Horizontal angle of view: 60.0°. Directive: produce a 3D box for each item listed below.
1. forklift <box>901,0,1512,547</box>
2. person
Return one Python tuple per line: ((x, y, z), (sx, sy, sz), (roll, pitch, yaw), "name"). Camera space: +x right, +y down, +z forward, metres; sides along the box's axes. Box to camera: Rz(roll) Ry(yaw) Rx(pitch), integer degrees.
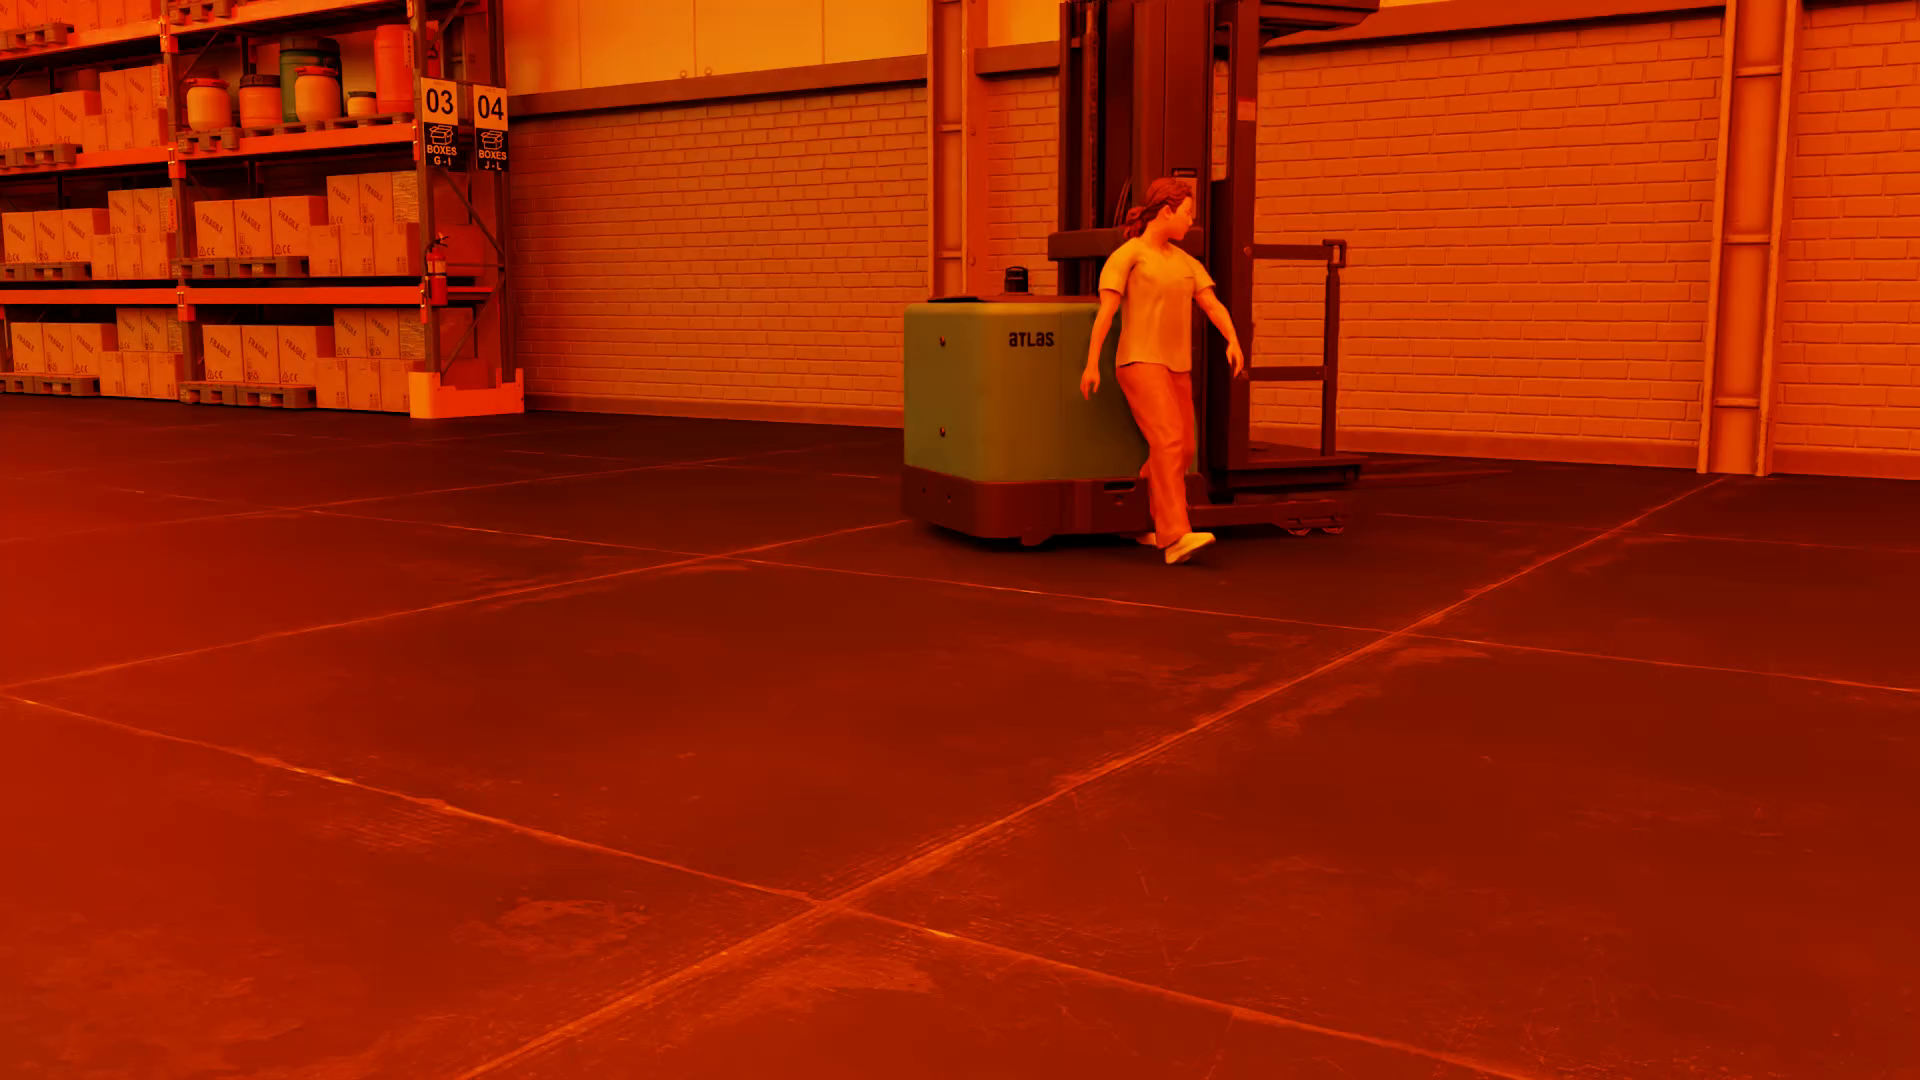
((1.284, -1.533, 7.976), (3.031, 2.935, 1.130), (-3, 9, -23), "forklift")
((0.809, -0.753, 7.069), (0.609, 1.556, 0.728), (-7, 11, -40), "person")
